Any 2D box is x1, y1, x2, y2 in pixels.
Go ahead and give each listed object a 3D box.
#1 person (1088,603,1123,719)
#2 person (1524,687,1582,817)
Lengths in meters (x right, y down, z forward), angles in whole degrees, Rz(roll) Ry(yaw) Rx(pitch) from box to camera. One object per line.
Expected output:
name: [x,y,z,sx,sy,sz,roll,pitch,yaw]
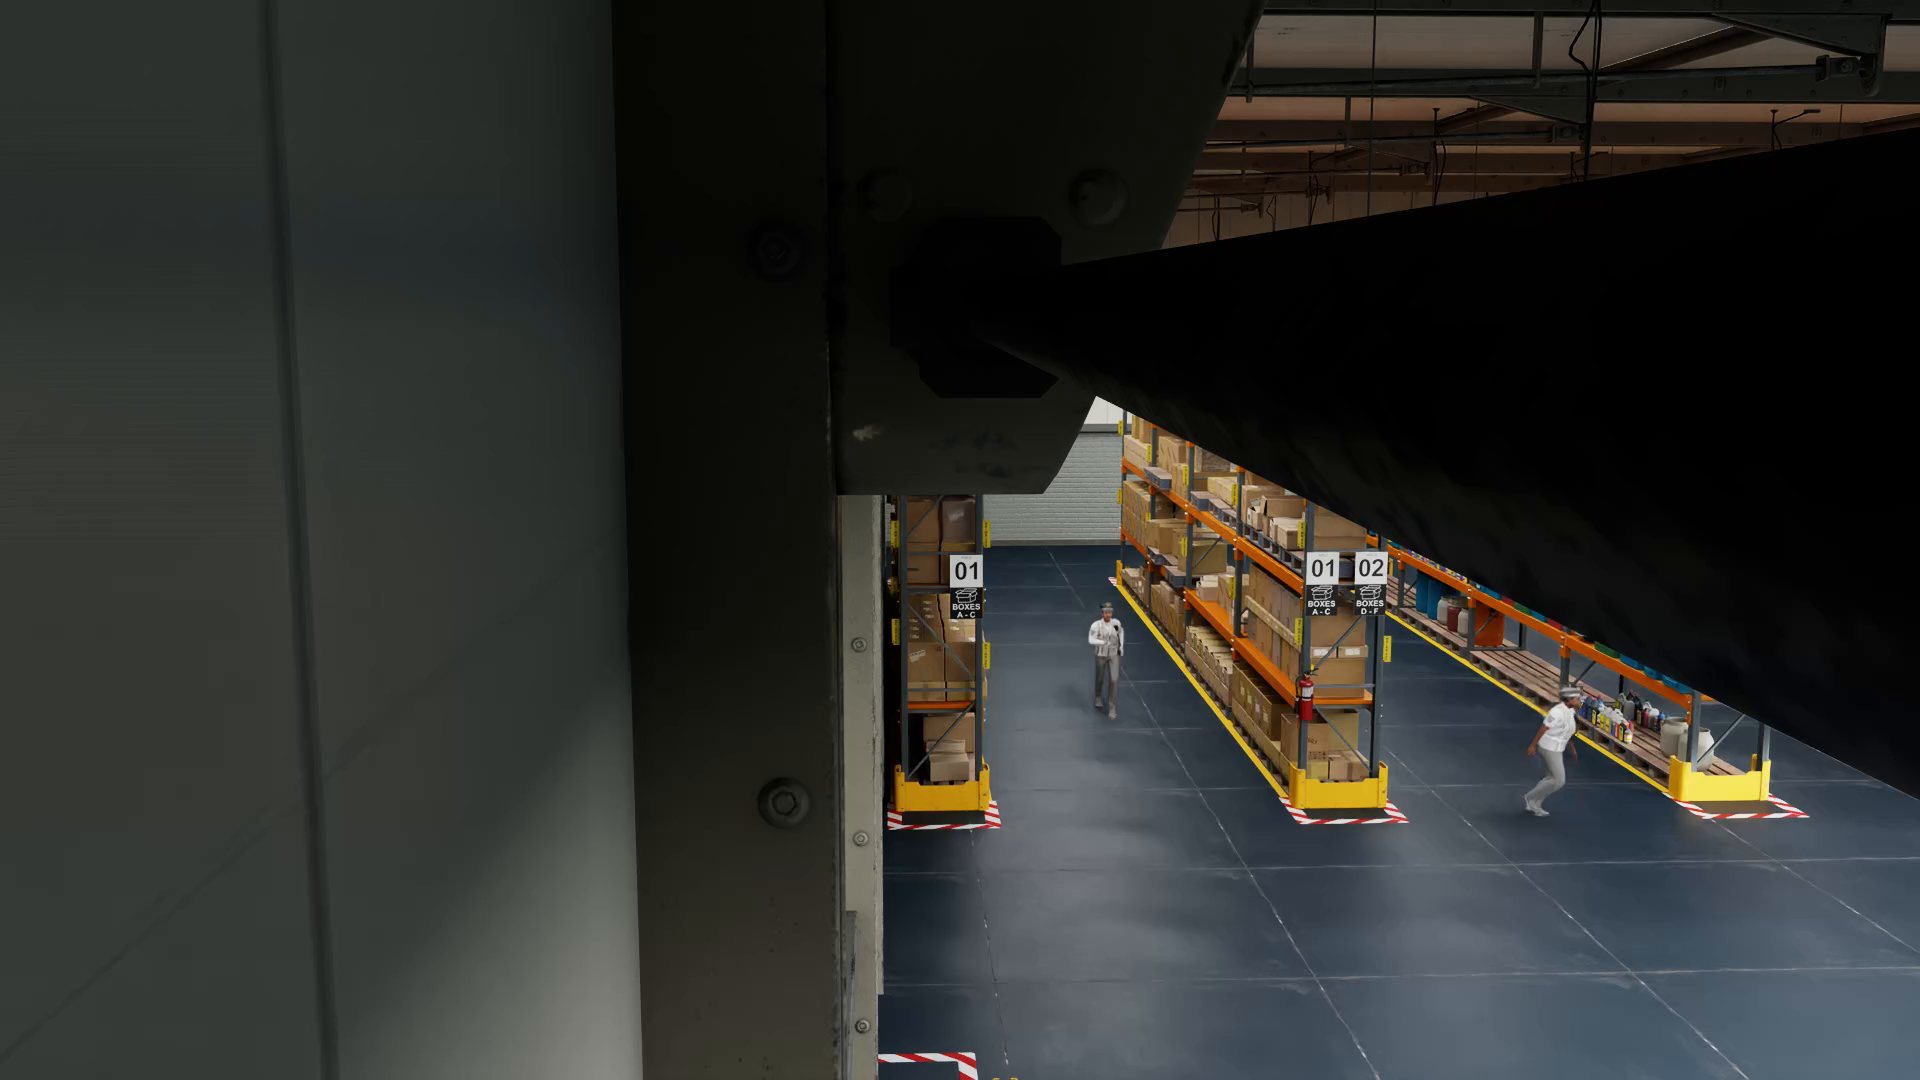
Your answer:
person: [2.214,1.788,25.193,0.588,1.736,0.845,-1,8,-5]
person: [7.210,2.577,20.217,0.566,1.628,0.599,6,10,34]
